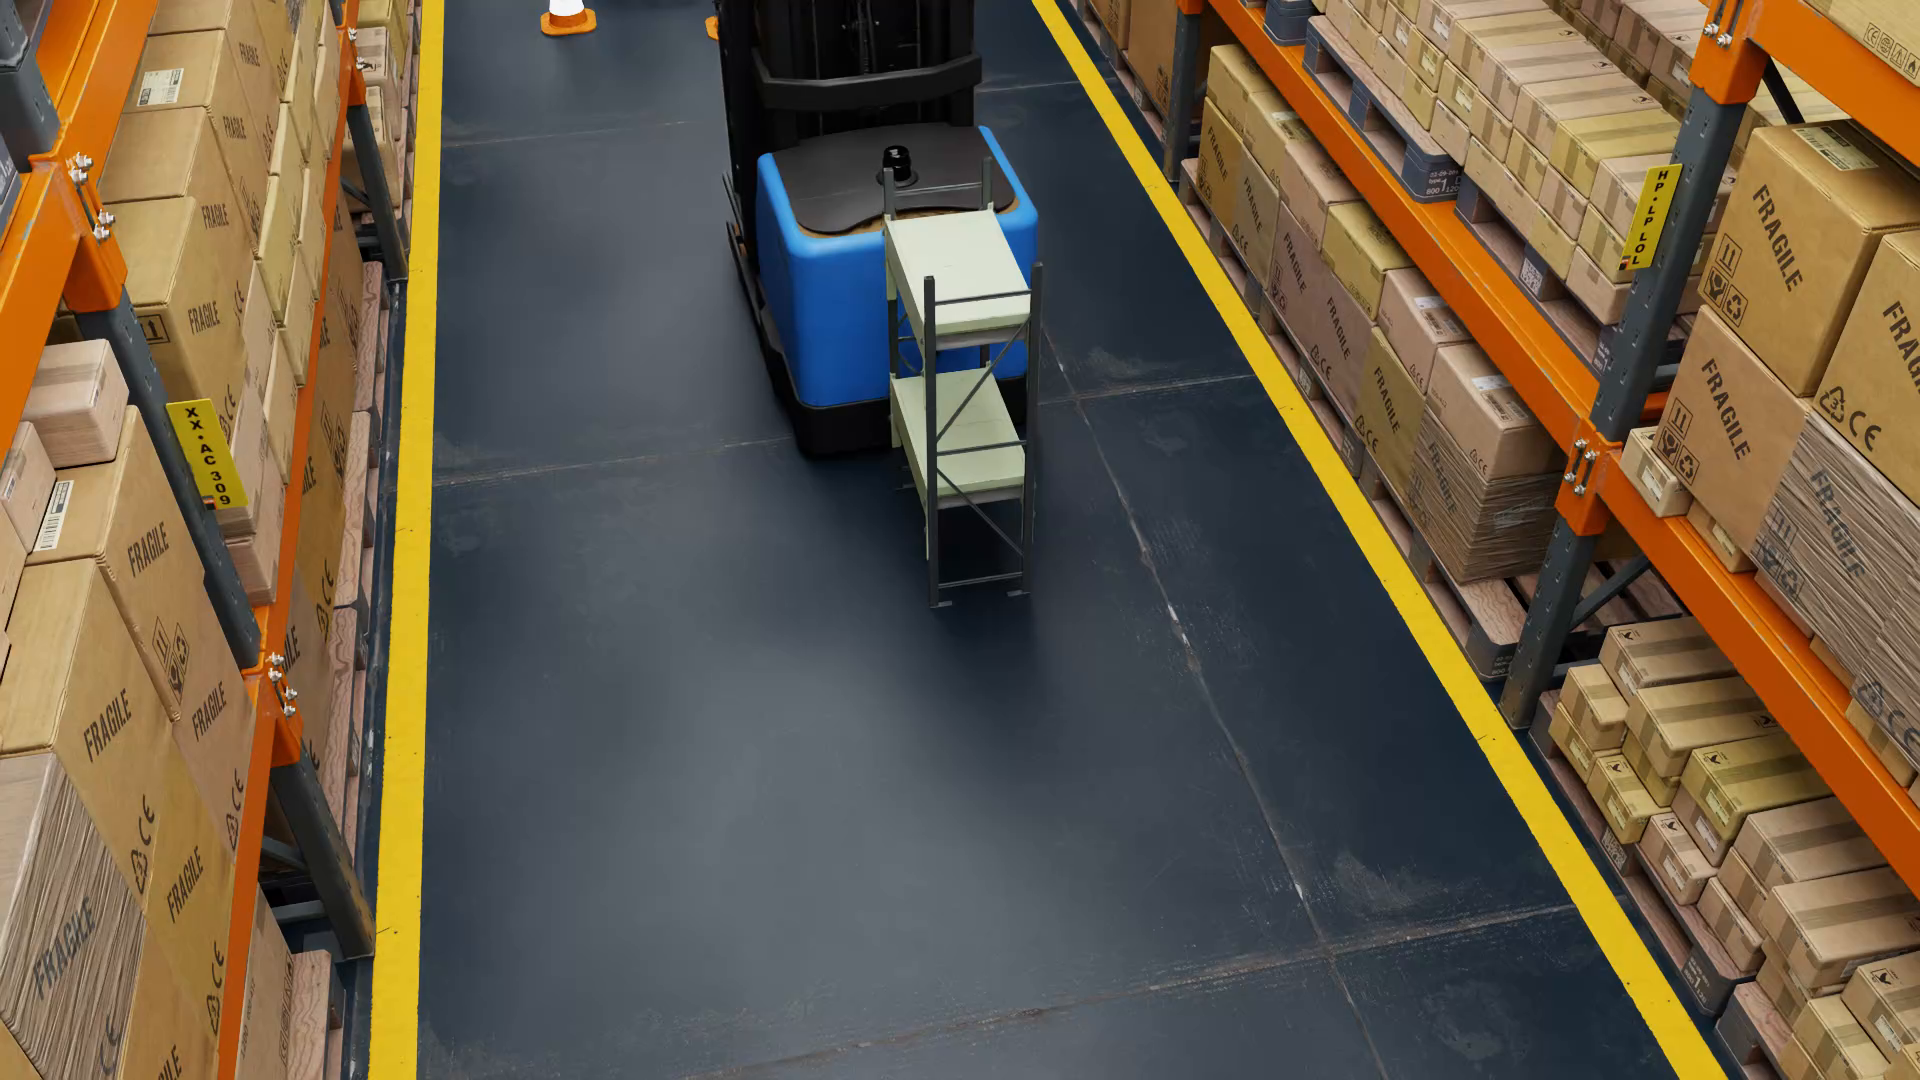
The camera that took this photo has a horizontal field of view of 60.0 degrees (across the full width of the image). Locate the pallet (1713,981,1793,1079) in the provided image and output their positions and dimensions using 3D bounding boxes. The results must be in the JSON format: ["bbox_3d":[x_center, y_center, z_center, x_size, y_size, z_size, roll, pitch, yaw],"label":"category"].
[{"bbox_3d":[2.906,1.722,4.651,1.003,0.211,1.213,-8,42,-9],"label":"pallet"}]

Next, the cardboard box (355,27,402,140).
[{"bbox_3d":[-3.495,-2.381,8.836,0.950,0.372,0.625,-9,42,-10],"label":"cardboard box"}]

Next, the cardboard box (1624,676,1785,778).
[{"bbox_3d":[2.333,0.583,5.217,0.380,0.149,0.250,-6,42,-7],"label":"cardboard box"}]

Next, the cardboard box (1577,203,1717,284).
[{"bbox_3d":[2.181,-0.948,5.207,0.380,0.149,0.250,-7,42,-8],"label":"cardboard box"}]

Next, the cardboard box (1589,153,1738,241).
[{"bbox_3d":[2.182,-1.061,5.111,0.380,0.149,0.250,-7,42,-7],"label":"cardboard box"}]

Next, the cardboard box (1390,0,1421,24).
[{"bbox_3d":[1.842,-2.081,6.259,0.380,0.149,0.250,-9,42,-10],"label":"cardboard box"}]

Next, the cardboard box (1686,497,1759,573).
[{"bbox_3d":[2.329,-0.062,4.750,0.380,0.149,0.250,-7,42,-8],"label":"cardboard box"}]

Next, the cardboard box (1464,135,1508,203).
[{"bbox_3d":[2.018,-1.328,5.860,0.380,0.149,0.250,-10,43,-11],"label":"cardboard box"}]

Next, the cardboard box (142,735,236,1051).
[{"bbox_3d":[-1.886,0.791,3.525,0.500,0.500,0.500,-9,42,-10],"label":"cardboard box"}]

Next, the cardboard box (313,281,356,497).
[{"bbox_3d":[-2.959,-0.686,6.547,0.875,0.875,0.875,-8,42,-9],"label":"cardboard box"}]

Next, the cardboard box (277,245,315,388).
[{"bbox_3d":[-2.398,-0.705,5.398,0.500,0.250,0.500,-9,42,-10],"label":"cardboard box"}]

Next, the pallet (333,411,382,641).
[{"bbox_3d":[-2.859,-0.008,6.600,1.003,0.211,1.213,-8,42,-9],"label":"pallet"}]

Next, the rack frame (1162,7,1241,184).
[{"bbox_3d":[1.596,-3.136,8.024,1.000,3.000,0.127,-8,42,-9],"label":"rack frame"}]

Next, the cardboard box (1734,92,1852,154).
[{"bbox_3d":[2.757,-1.330,5.414,0.380,0.149,0.250,-7,42,-8],"label":"cardboard box"}]

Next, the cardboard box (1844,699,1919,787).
[{"bbox_3d":[2.481,0.453,4.170,0.380,0.149,0.250,-8,42,-8],"label":"cardboard box"}]

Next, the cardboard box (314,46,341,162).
[{"bbox_3d":[-2.727,-1.686,6.503,0.500,0.250,0.500,-8,42,-9],"label":"cardboard box"}]

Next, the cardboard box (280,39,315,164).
[{"bbox_3d":[-2.618,-1.554,5.978,0.500,0.250,0.500,-9,42,-10],"label":"cardboard box"}]

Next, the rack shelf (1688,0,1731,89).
[{"bbox_3d":[2.028,-2.693,5.806,1.077,0.370,4.000,-8,42,-9],"label":"rack shelf"}]

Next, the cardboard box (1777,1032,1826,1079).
[{"bbox_3d":[2.544,1.483,4.651,0.380,0.149,0.250,-9,42,-10],"label":"cardboard box"}]

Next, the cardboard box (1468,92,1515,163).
[{"bbox_3d":[2.008,-1.456,5.780,0.380,0.149,0.250,-10,42,-11],"label":"cardboard box"}]

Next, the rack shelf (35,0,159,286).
[{"bbox_3d":[-2.784,-1.918,4.933,1.077,0.370,4.000,-8,42,-9],"label":"rack shelf"}]

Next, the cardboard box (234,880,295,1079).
[{"bbox_3d":[-2.322,1.455,4.465,0.875,0.438,0.875,-9,42,-10],"label":"cardboard box"}]

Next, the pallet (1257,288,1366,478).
[{"bbox_3d":[2.023,-0.798,7.489,1.003,0.211,1.213,-8,42,-9],"label":"pallet"}]

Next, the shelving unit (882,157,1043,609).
[{"bbox_3d":[-0.001,-0.565,6.257,0.431,1.500,0.755,-8,42,-9],"label":"shelving unit"}]

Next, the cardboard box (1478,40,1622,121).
[{"bbox_3d":[2.012,-1.573,5.688,0.380,0.149,0.250,-8,42,-9],"label":"cardboard box"}]

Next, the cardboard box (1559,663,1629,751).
[{"bbox_3d":[2.225,0.535,5.495,0.380,0.149,0.250,-7,42,-7],"label":"cardboard box"}]

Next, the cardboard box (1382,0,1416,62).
[{"bbox_3d":[1.846,-1.960,6.347,0.380,0.149,0.250,-7,42,-8],"label":"cardboard box"}]

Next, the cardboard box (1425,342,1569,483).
[{"bbox_3d":[2.052,-0.493,6.047,0.500,0.250,0.500,-9,42,-10],"label":"cardboard box"}]

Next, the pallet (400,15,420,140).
[{"bbox_3d":[-3.643,-2.615,9.537,1.003,0.211,1.213,-8,42,-9],"label":"pallet"}]

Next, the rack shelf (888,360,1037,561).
[{"bbox_3d":[-0.001,-0.321,6.473,0.431,0.370,0.720,-8,42,-9],"label":"rack shelf"}]

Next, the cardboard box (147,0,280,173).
[{"bbox_3d":[-2.527,-1.492,5.343,0.500,0.500,0.500,-9,42,-10],"label":"cardboard box"}]

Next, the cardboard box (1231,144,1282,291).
[{"bbox_3d":[1.611,-1.538,7.790,0.500,0.500,0.500,-8,42,-9],"label":"cardboard box"}]

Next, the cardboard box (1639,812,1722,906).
[{"bbox_3d":[2.386,0.974,5.225,0.380,0.149,0.250,-9,42,-9],"label":"cardboard box"}]

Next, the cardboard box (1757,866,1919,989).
[{"bbox_3d":[2.489,1.082,4.654,0.380,0.149,0.250,-7,42,-8],"label":"cardboard box"}]

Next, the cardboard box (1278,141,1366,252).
[{"bbox_3d":[1.712,-1.506,7.189,0.500,0.250,0.500,-8,42,-9],"label":"cardboard box"}]

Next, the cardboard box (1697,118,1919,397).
[{"bbox_3d":[2.319,-0.739,4.270,0.500,0.500,0.500,-7,42,-8],"label":"cardboard box"}]

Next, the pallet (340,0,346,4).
[{"bbox_3d":[-3.473,-2.737,7.718,1.213,0.211,1.003,-8,42,-9],"label":"pallet"}]

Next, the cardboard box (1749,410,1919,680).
[{"bbox_3d":[2.434,-0.015,4.208,0.500,0.500,0.500,-8,42,-9],"label":"cardboard box"}]

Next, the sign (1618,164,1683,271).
[{"bbox_3d":[1.918,-0.895,4.626,0.100,0.325,0.005,-8,42,-9],"label":"sign"}]

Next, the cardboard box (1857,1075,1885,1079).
[{"bbox_3d":[2.568,1.532,4.372,0.380,0.149,0.250,-8,42,-9],"label":"cardboard box"}]

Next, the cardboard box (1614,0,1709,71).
[{"bbox_3d":[2.597,-1.825,5.971,0.380,0.149,0.250,-9,42,-10],"label":"cardboard box"}]

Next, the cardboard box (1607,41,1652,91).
[{"bbox_3d":[2.592,-1.717,6.074,0.380,0.149,0.250,-7,42,-8],"label":"cardboard box"}]

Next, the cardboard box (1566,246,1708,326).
[{"bbox_3d":[2.180,-0.836,5.305,0.380,0.149,0.250,-9,42,-10],"label":"cardboard box"}]

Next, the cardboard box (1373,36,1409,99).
[{"bbox_3d":[1.838,-1.853,6.450,0.380,0.149,0.250,-10,42,-11],"label":"cardboard box"}]

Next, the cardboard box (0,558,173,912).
[{"bbox_3d":[-1.879,0.416,3.193,0.500,0.500,0.500,-9,42,-10],"label":"cardboard box"}]

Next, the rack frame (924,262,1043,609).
[{"bbox_3d":[0.078,-0.328,5.990,0.400,1.500,0.023,-8,42,-9],"label":"rack frame"}]

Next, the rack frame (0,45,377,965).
[{"bbox_3d":[-2.352,0.231,4.230,1.000,3.000,0.127,-8,42,-9],"label":"rack frame"}]

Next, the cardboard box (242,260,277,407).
[{"bbox_3d":[-2.312,-0.559,4.857,0.500,0.250,0.500,-8,42,-9],"label":"cardboard box"}]

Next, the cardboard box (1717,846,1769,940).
[{"bbox_3d":[2.511,1.015,4.955,0.380,0.149,0.250,-10,43,-11],"label":"cardboard box"}]

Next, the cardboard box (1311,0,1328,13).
[{"bbox_3d":[1.672,-2.357,7.019,0.380,0.149,0.250,-7,42,-7],"label":"cardboard box"}]

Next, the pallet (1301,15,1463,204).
[{"bbox_3d":[2.063,-1.787,6.648,1.003,0.211,1.213,-8,42,-9],"label":"pallet"}]

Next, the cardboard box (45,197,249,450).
[{"bbox_3d":[-2.167,-0.506,4.233,0.500,0.500,0.500,-8,42,-9],"label":"cardboard box"}]

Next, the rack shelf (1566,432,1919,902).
[{"bbox_3d":[2.891,1.022,3.881,1.077,0.370,4.000,-8,42,-9],"label":"rack shelf"}]

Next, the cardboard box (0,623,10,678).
[{"bbox_3d":[-1.908,0.242,2.900,0.380,0.149,0.250,-9,42,-10],"label":"cardboard box"}]

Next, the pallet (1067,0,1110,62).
[{"bbox_3d":[1.239,-3.405,10.426,1.003,0.211,1.213,-8,42,-9],"label":"pallet"}]

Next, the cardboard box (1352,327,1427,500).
[{"bbox_3d":[1.943,-0.542,6.668,0.500,0.500,0.500,-9,42,-10],"label":"cardboard box"}]

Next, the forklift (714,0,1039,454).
[{"bbox_3d":[-0.539,-2.452,7.304,1.130,2.935,3.031,-10,43,-11],"label":"forklift"}]

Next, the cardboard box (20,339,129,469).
[{"bbox_3d":[-1.975,-0.269,3.476,0.380,0.149,0.250,-9,42,-10],"label":"cardboard box"}]
